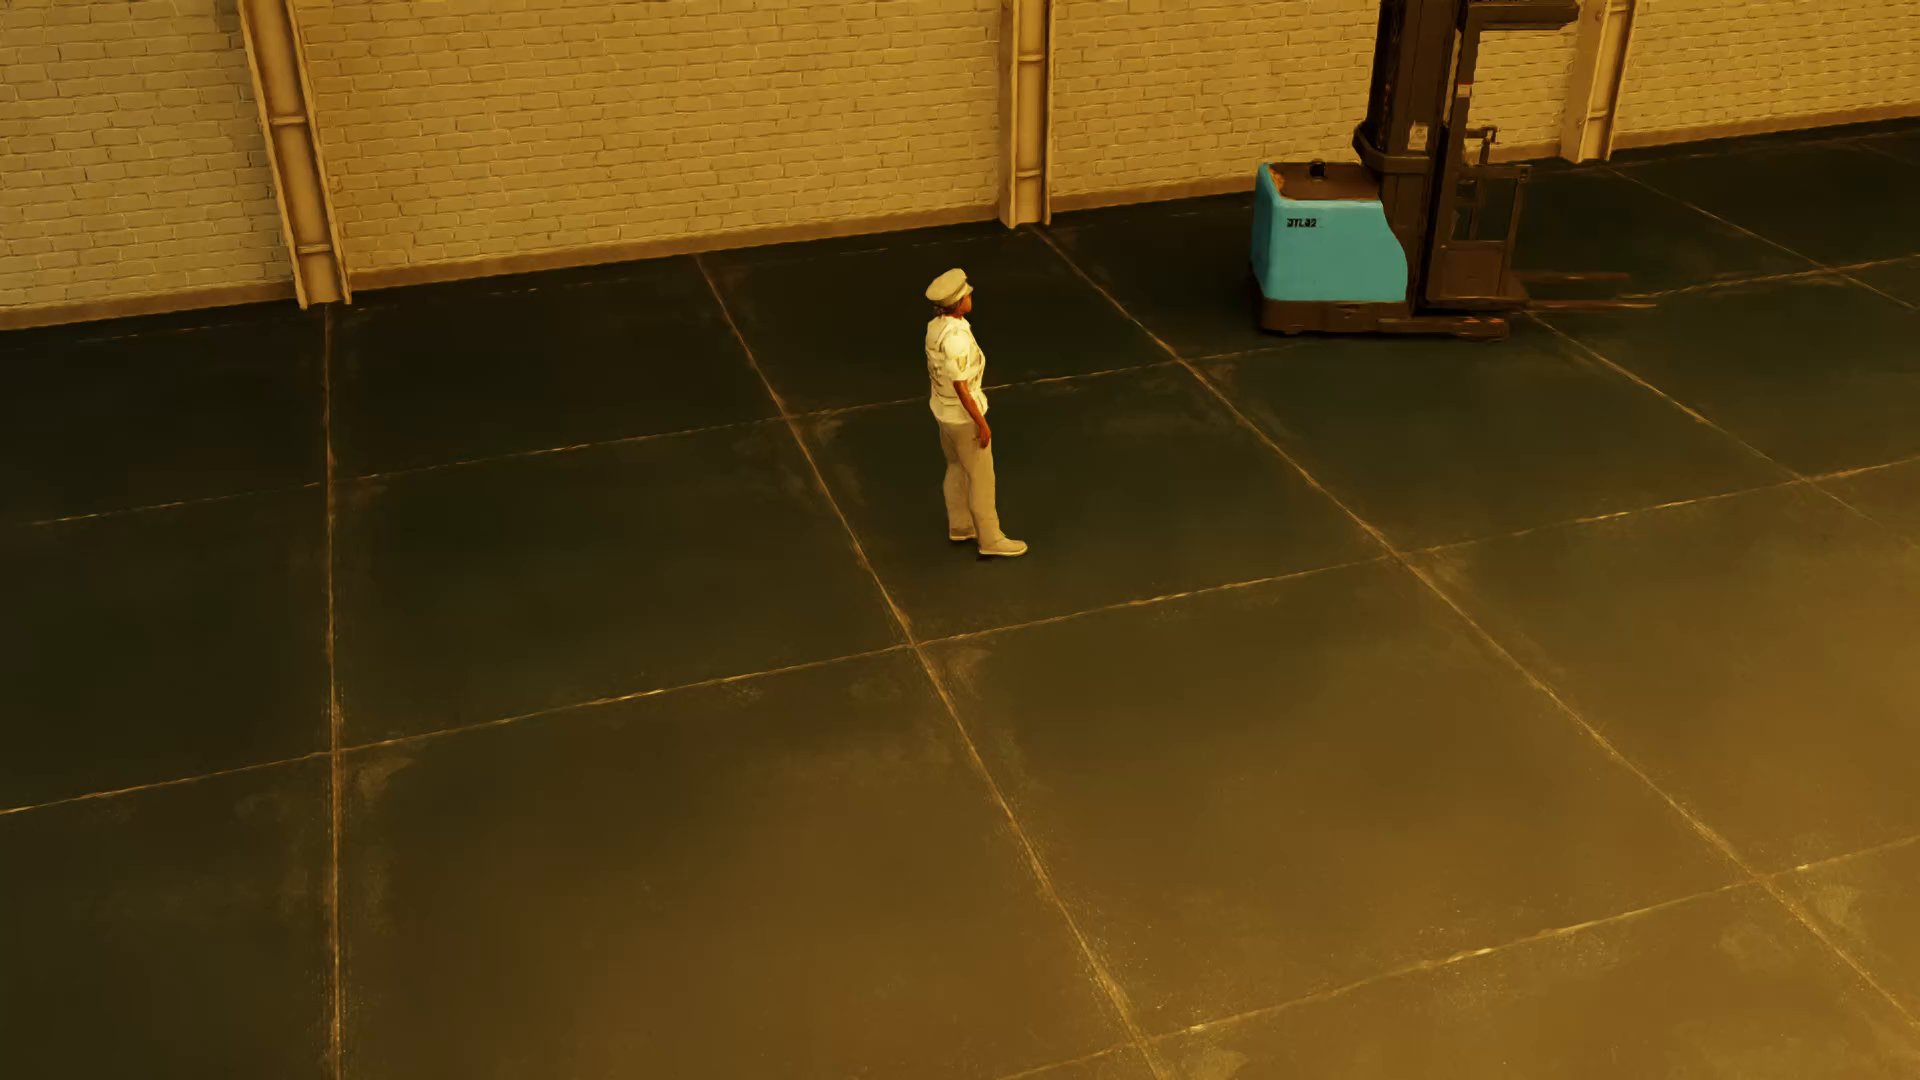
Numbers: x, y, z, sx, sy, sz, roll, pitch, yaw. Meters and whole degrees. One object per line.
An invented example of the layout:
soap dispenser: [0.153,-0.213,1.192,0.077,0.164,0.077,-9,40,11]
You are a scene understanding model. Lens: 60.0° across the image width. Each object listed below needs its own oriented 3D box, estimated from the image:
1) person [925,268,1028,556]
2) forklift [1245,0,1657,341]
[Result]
person: [0.077,-0.744,9.604,0.529,1.695,0.570,-10,31,-16]
forklift: [3.817,-3.052,12.392,3.031,2.935,1.130,1,30,1]
